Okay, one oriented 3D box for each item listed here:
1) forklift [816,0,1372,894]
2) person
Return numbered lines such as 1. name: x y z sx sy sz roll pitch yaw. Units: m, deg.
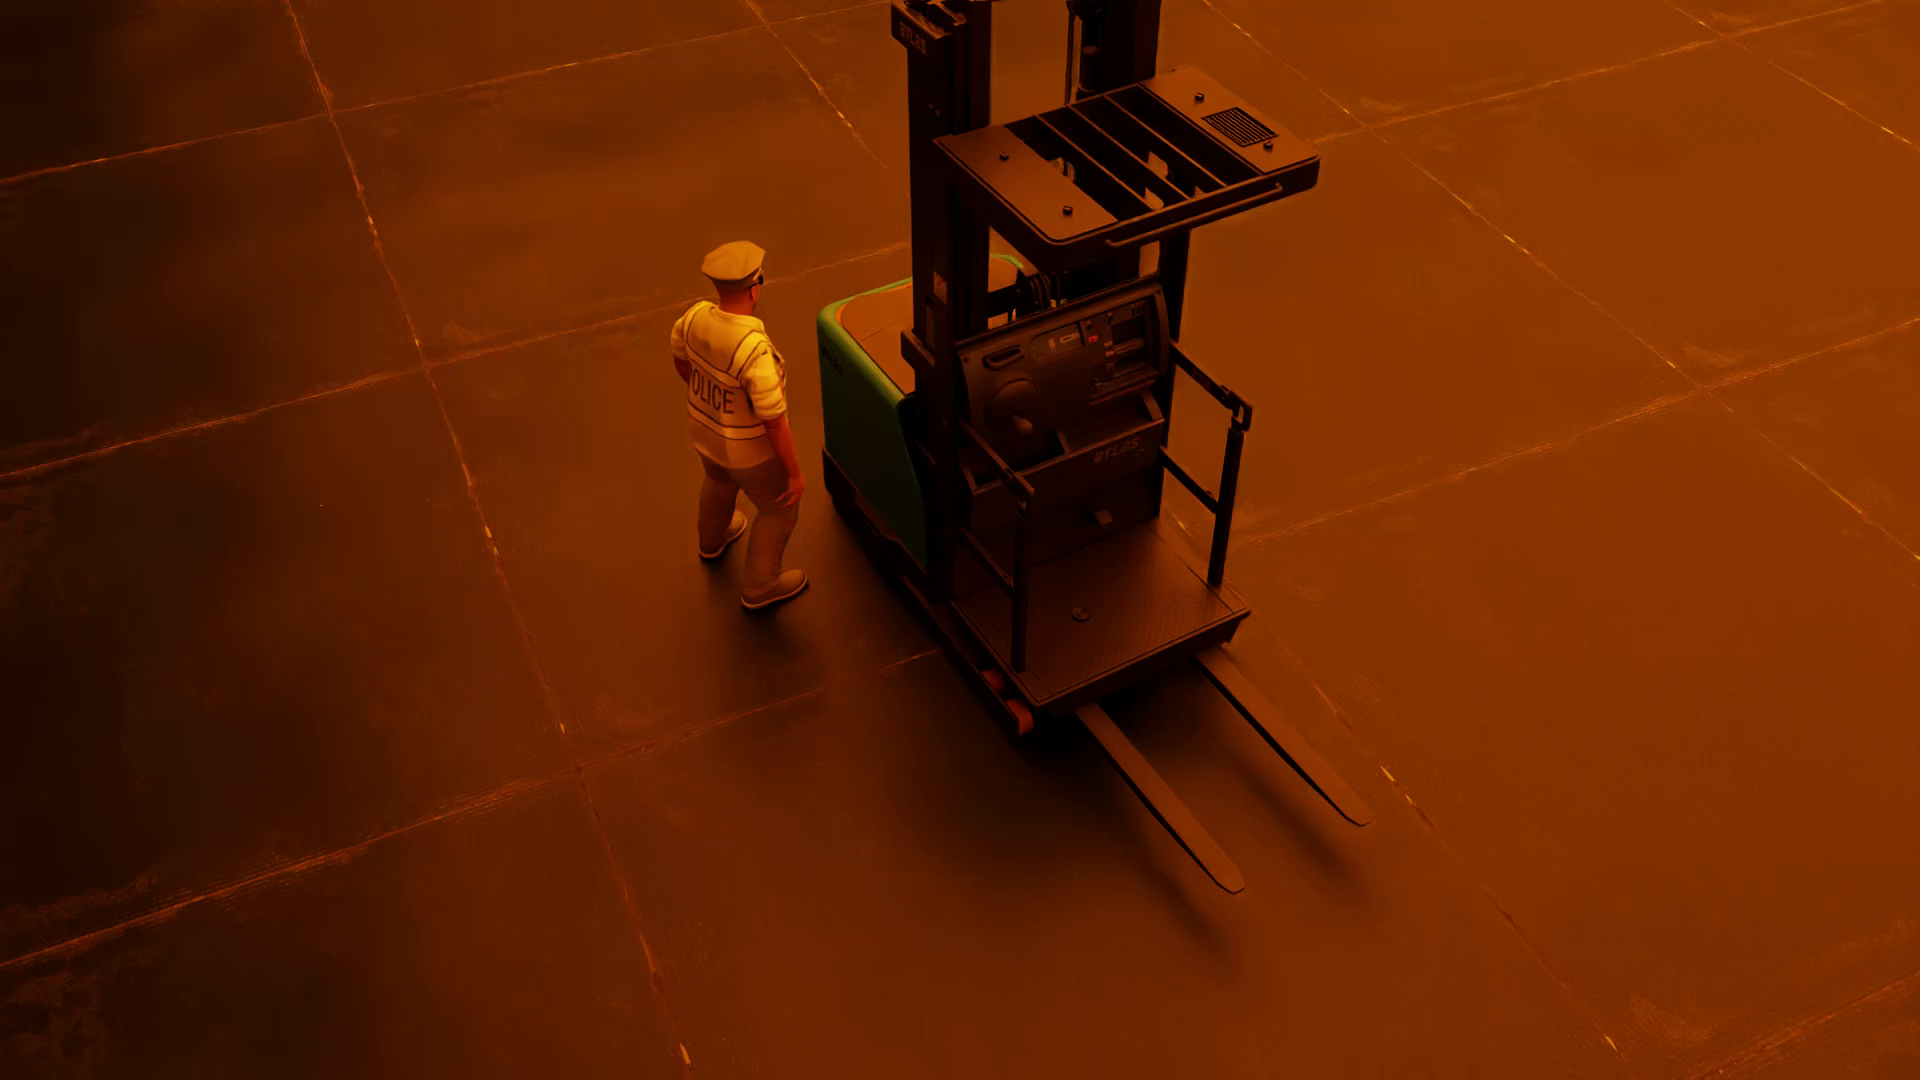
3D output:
1. forklift: 0.526 -0.614 6.338 1.130 2.935 3.031 -22 47 -22
2. person: -0.923 -0.465 7.064 0.787 1.725 0.440 31 51 29
